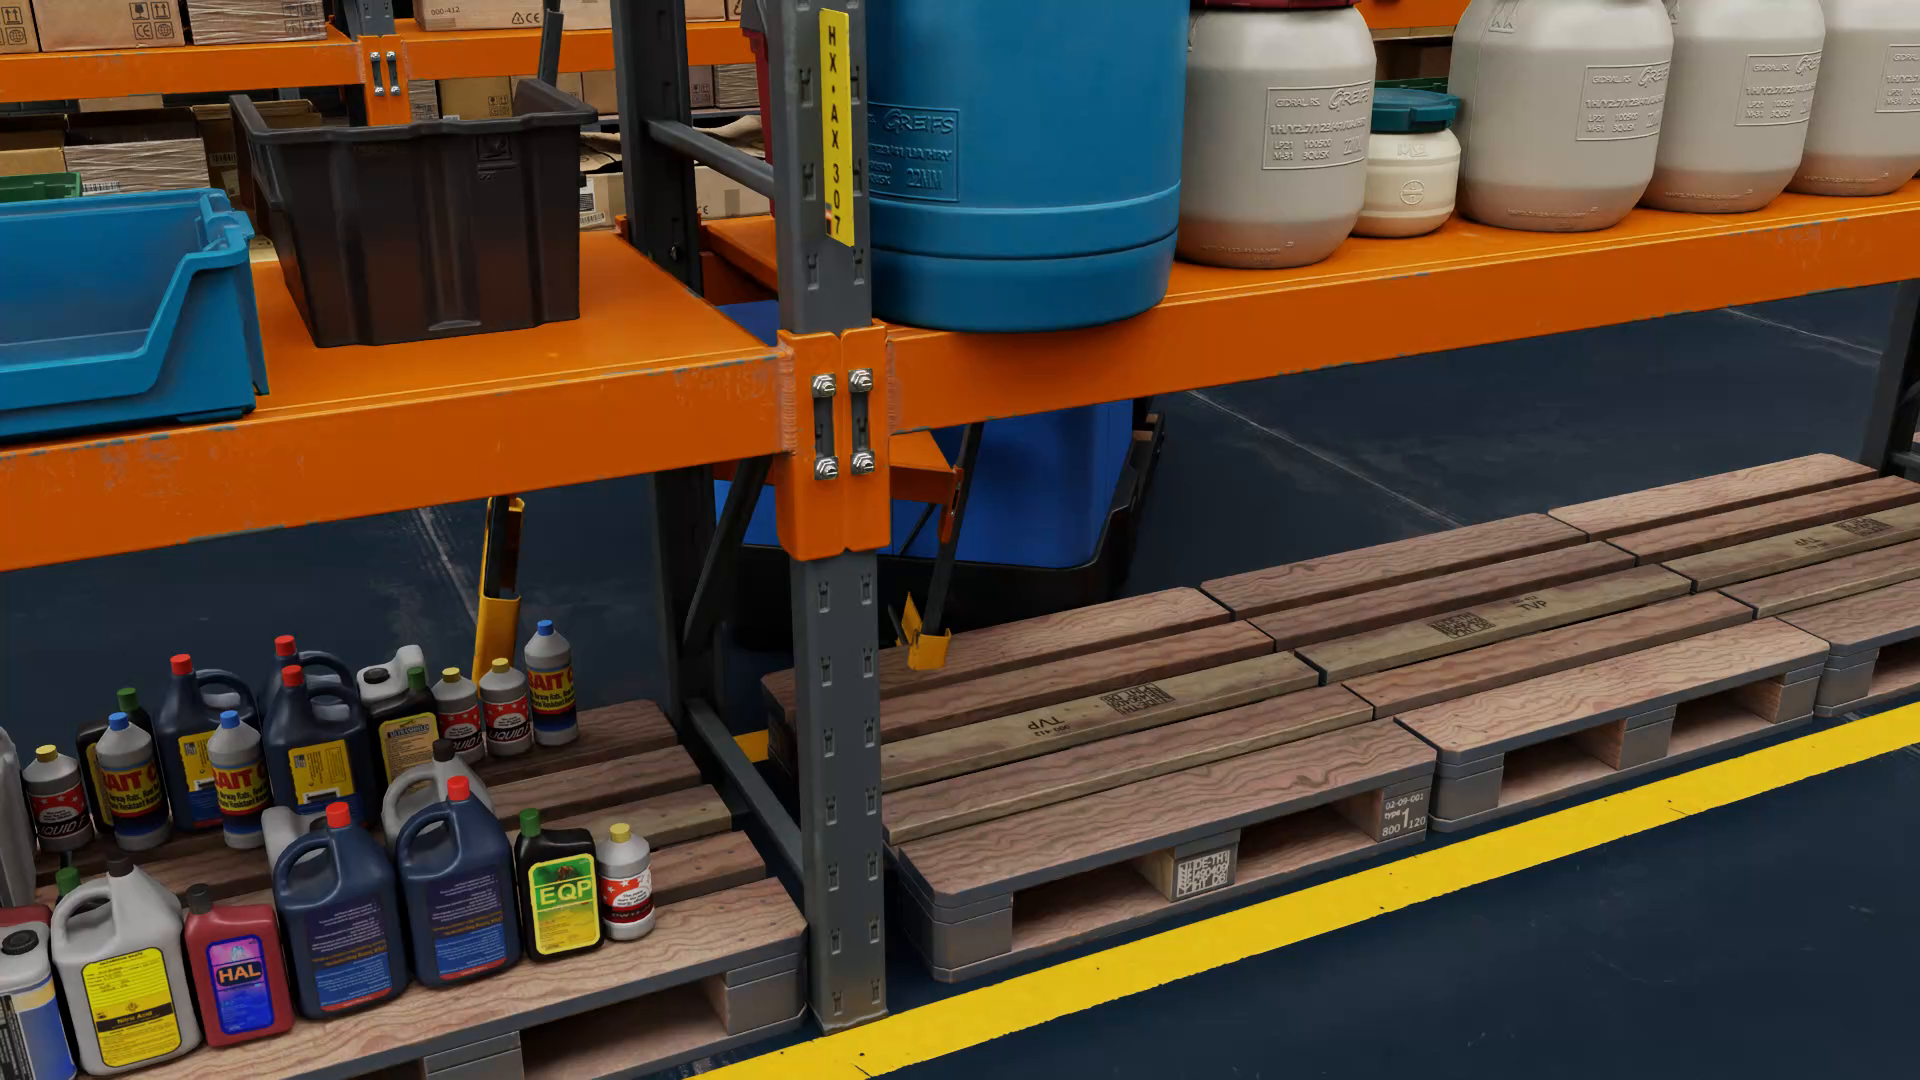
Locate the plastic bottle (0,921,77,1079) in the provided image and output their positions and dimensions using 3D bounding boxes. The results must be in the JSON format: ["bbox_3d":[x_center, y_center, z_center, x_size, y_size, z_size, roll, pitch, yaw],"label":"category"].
[{"bbox_3d":[-1.474,0.715,2.587,0.135,0.276,0.152,-10,24,-23],"label":"plastic bottle"}]

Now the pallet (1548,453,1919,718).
[{"bbox_3d":[2.483,0.083,4.774,1.213,0.211,1.003,-10,25,-24],"label":"pallet"}]

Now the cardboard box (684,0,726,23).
[{"bbox_3d":[-1.378,-2.620,7.528,0.500,0.500,0.500,-9,24,-20],"label":"cardboard box"}]

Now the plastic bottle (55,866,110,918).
[{"bbox_3d":[-1.393,0.655,2.722,0.133,0.283,0.061,-10,25,-24],"label":"plastic bottle"}]

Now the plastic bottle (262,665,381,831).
[{"bbox_3d":[-1.251,0.404,3.241,0.185,0.351,0.144,-10,25,-24],"label":"plastic bottle"}]

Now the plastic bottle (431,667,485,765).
[{"bbox_3d":[-1.067,0.368,3.523,0.097,0.201,0.097,0,22,0],"label":"plastic bottle"}]

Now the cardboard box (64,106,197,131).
[{"bbox_3d":[-3.552,-1.580,7.212,0.500,0.500,0.500,-10,25,-24],"label":"cardboard box"}]

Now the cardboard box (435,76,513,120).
[{"bbox_3d":[-3.603,-3.351,12.116,0.500,0.500,0.700,-11,25,-25],"label":"cardboard box"}]

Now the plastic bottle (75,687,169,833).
[{"bbox_3d":[-1.651,0.430,3.266,0.133,0.283,0.061,-9,24,-21],"label":"plastic bottle"}]

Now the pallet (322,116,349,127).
[{"bbox_3d":[-4.002,-2.913,12.011,1.213,0.211,1.003,-10,25,-24],"label":"pallet"}]

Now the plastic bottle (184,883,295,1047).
[{"bbox_3d":[-1.163,0.674,2.677,0.133,0.283,0.061,-9,24,-20],"label":"plastic bottle"}]

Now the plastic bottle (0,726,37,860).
[{"bbox_3d":[-1.867,0.456,3.115,0.185,0.351,0.144,-11,25,-24],"label":"plastic bottle"}]

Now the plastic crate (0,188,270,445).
[{"bbox_3d":[-1.286,-0.311,2.275,0.616,0.251,0.499,-10,25,-24],"label":"plastic crate"}]

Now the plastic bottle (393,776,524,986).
[{"bbox_3d":[-0.862,0.569,2.841,0.185,0.351,0.144,-11,25,-25],"label":"plastic bottle"}]

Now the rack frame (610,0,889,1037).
[{"bbox_3d":[-0.406,-0.657,2.916,0.127,3.000,1.000,-10,25,-24],"label":"rack frame"}]

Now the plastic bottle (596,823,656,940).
[{"bbox_3d":[-0.598,0.600,2.962,0.097,0.201,0.097,0,22,0],"label":"plastic bottle"}]

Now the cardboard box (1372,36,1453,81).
[{"bbox_3d":[2.763,-2.841,9.905,0.500,0.250,0.500,-11,25,-25],"label":"cardboard box"}]

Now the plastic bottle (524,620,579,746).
[{"bbox_3d":[-0.884,0.302,3.591,0.097,0.271,0.097,0,22,0],"label":"plastic bottle"}]

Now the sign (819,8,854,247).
[{"bbox_3d":[-0.178,-0.594,2.401,0.005,0.325,0.100,-10,25,-24],"label":"sign"}]

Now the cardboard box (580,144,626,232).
[{"bbox_3d":[-1.618,-1.612,7.534,0.500,0.311,0.500,-11,25,-24],"label":"cardboard box"}]

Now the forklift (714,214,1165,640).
[{"bbox_3d":[0.124,-1.589,5.256,1.130,2.935,3.031,4,23,11],"label":"forklift"}]

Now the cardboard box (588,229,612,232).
[{"bbox_3d":[-1.619,-1.354,7.646,0.500,0.250,0.500,-10,24,-22],"label":"cardboard box"}]

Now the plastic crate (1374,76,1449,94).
[{"bbox_3d":[1.040,-0.946,3.890,0.662,0.188,0.450,-10,25,-24],"label":"plastic crate"}]

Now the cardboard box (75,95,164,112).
[{"bbox_3d":[-5.621,-2.934,11.109,0.500,0.500,0.500,-12,26,-28],"label":"cardboard box"}]

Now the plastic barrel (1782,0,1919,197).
[{"bbox_3d":[1.984,-1.058,3.739,0.421,0.512,0.421,0,22,0],"label":"plastic barrel"}]

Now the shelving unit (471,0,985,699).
[{"bbox_3d":[-0.495,-0.393,3.863,1.083,1.500,0.587,6,23,-16],"label":"shelving unit"}]

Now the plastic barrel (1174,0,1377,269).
[{"bbox_3d":[0.551,-0.803,3.091,0.433,0.535,0.433,0,22,0],"label":"plastic barrel"}]

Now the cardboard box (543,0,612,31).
[{"bbox_3d":[-1.664,-2.325,7.274,0.250,0.149,0.380,-10,25,-24],"label":"cardboard box"}]

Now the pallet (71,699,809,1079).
[{"bbox_3d":[-1.030,0.728,3.215,1.213,0.211,1.003,-10,25,-24],"label":"pallet"}]

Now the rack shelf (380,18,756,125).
[{"bbox_3d":[-0.749,-2.364,7.981,4.000,0.370,1.077,-10,25,-24],"label":"rack shelf"}]

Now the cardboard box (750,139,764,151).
[{"bbox_3d":[-0.686,-1.786,7.955,0.500,0.311,0.500,-10,24,-22],"label":"cardboard box"}]

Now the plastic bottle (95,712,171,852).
[{"bbox_3d":[-1.600,0.459,3.210,0.097,0.271,0.097,0,22,0],"label":"plastic bottle"}]

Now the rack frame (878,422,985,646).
[{"bbox_3d":[-0.019,-0.344,4.004,0.032,1.500,0.500,6,23,-16],"label":"rack frame"}]

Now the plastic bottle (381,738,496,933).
[{"bbox_3d":[-0.924,0.520,2.961,0.185,0.351,0.144,-10,25,-24],"label":"plastic bottle"}]

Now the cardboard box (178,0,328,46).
[{"bbox_3d":[-2.948,-2.335,6.839,0.500,0.500,0.700,-11,25,-25],"label":"cardboard box"}]

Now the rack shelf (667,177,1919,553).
[{"bbox_3d":[1.396,-0.657,3.855,4.000,0.370,1.077,-10,25,-24],"label":"rack shelf"}]

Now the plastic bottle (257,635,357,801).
[{"bbox_3d":[-1.314,0.354,3.361,0.185,0.351,0.144,-10,24,-22],"label":"plastic bottle"}]

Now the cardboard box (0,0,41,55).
[{"bbox_3d":[-3.875,-2.164,6.425,0.500,0.500,0.700,-10,25,-23],"label":"cardboard box"}]

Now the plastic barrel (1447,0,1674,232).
[{"bbox_3d":[1.212,-0.925,3.385,0.433,0.535,0.433,0,22,0],"label":"plastic barrel"}]

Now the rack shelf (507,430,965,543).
[{"bbox_3d":[-0.540,-0.231,3.927,1.000,0.185,0.538,6,23,-16],"label":"rack shelf"}]

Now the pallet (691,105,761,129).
[{"bbox_3d":[-1.804,-3.318,12.989,1.213,0.211,1.003,-10,25,-24],"label":"pallet"}]

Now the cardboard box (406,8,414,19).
[{"bbox_3d":[-3.652,-3.668,11.903,0.500,0.250,0.500,-11,25,-25],"label":"cardboard box"}]

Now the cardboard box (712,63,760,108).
[{"bbox_3d":[-1.725,-3.646,12.829,0.500,0.500,0.700,-10,25,-23],"label":"cardboard box"}]

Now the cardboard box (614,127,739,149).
[{"bbox_3d":[-1.394,-1.884,8.193,0.500,0.311,0.500,-11,25,-24],"label":"cardboard box"}]

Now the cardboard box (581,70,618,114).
[{"bbox_3d":[-2.675,-3.508,12.497,0.500,0.500,0.700,-11,25,-24],"label":"cardboard box"}]

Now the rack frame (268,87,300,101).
[{"bbox_3d":[-4.703,-4.072,11.164,0.127,3.000,1.000,-10,25,-24],"label":"rack frame"}]

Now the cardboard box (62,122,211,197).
[{"bbox_3d":[-3.330,-1.404,6.785,0.500,0.500,0.500,-10,25,-24],"label":"cardboard box"}]

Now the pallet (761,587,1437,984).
[{"bbox_3d":[0.284,0.487,3.796,1.213,0.211,1.003,-10,25,-24],"label":"pallet"}]

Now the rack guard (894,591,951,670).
[{"bbox_3d":[-0.146,0.223,4.235,0.087,0.250,0.587,6,23,-16],"label":"rack guard"}]

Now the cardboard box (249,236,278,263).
[{"bbox_3d":[-2.874,-1.136,7.119,0.500,0.250,0.500,-10,25,-24],"label":"cardboard box"}]

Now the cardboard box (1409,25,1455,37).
[{"bbox_3d":[4.141,-4.693,15.385,0.500,0.500,0.700,-10,24,-22],"label":"cardboard box"}]
